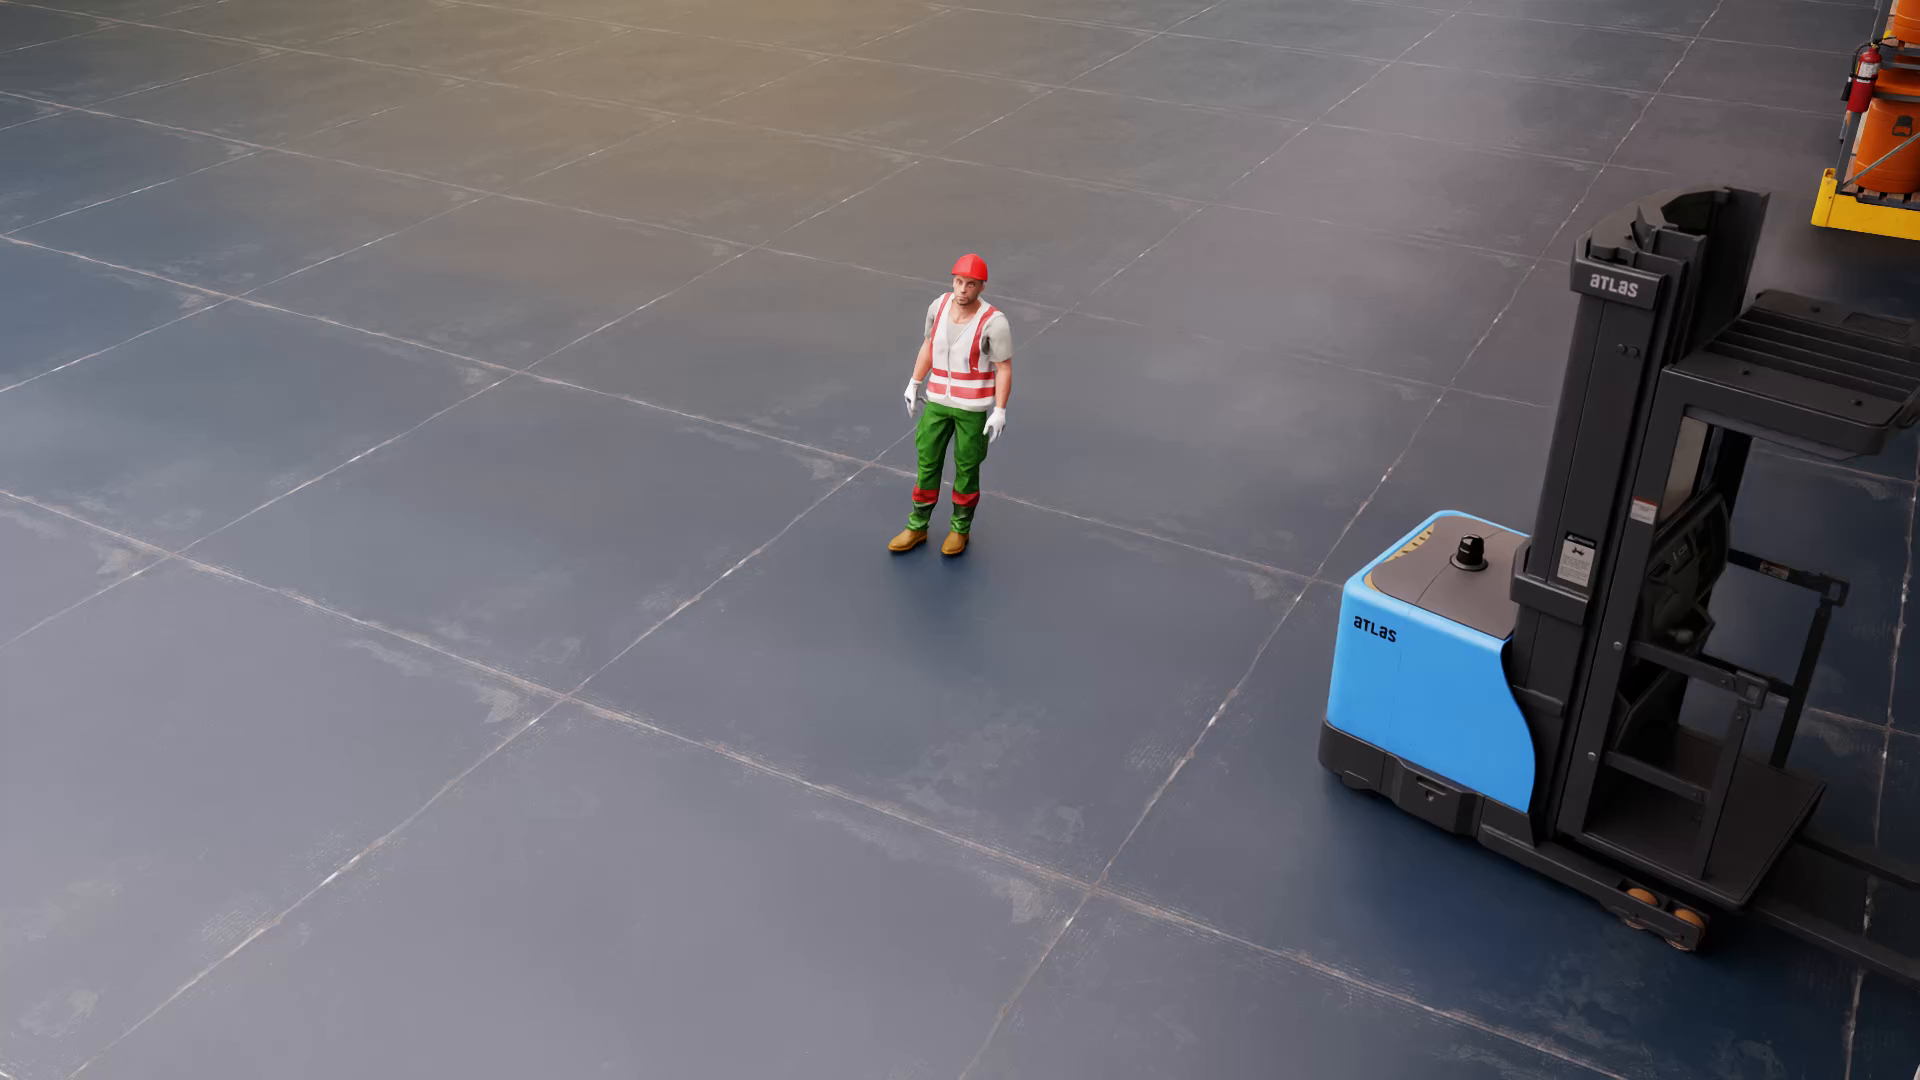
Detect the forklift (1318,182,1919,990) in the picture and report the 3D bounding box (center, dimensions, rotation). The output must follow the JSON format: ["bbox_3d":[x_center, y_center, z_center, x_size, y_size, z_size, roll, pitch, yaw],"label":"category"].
[{"bbox_3d":[3.167,0.159,6.795,3.031,2.935,1.130,24,38,35],"label":"forklift"}]

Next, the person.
[{"bbox_3d":[-0.050,-0.749,9.496,0.637,1.790,0.562,15,33,25],"label":"person"}]
